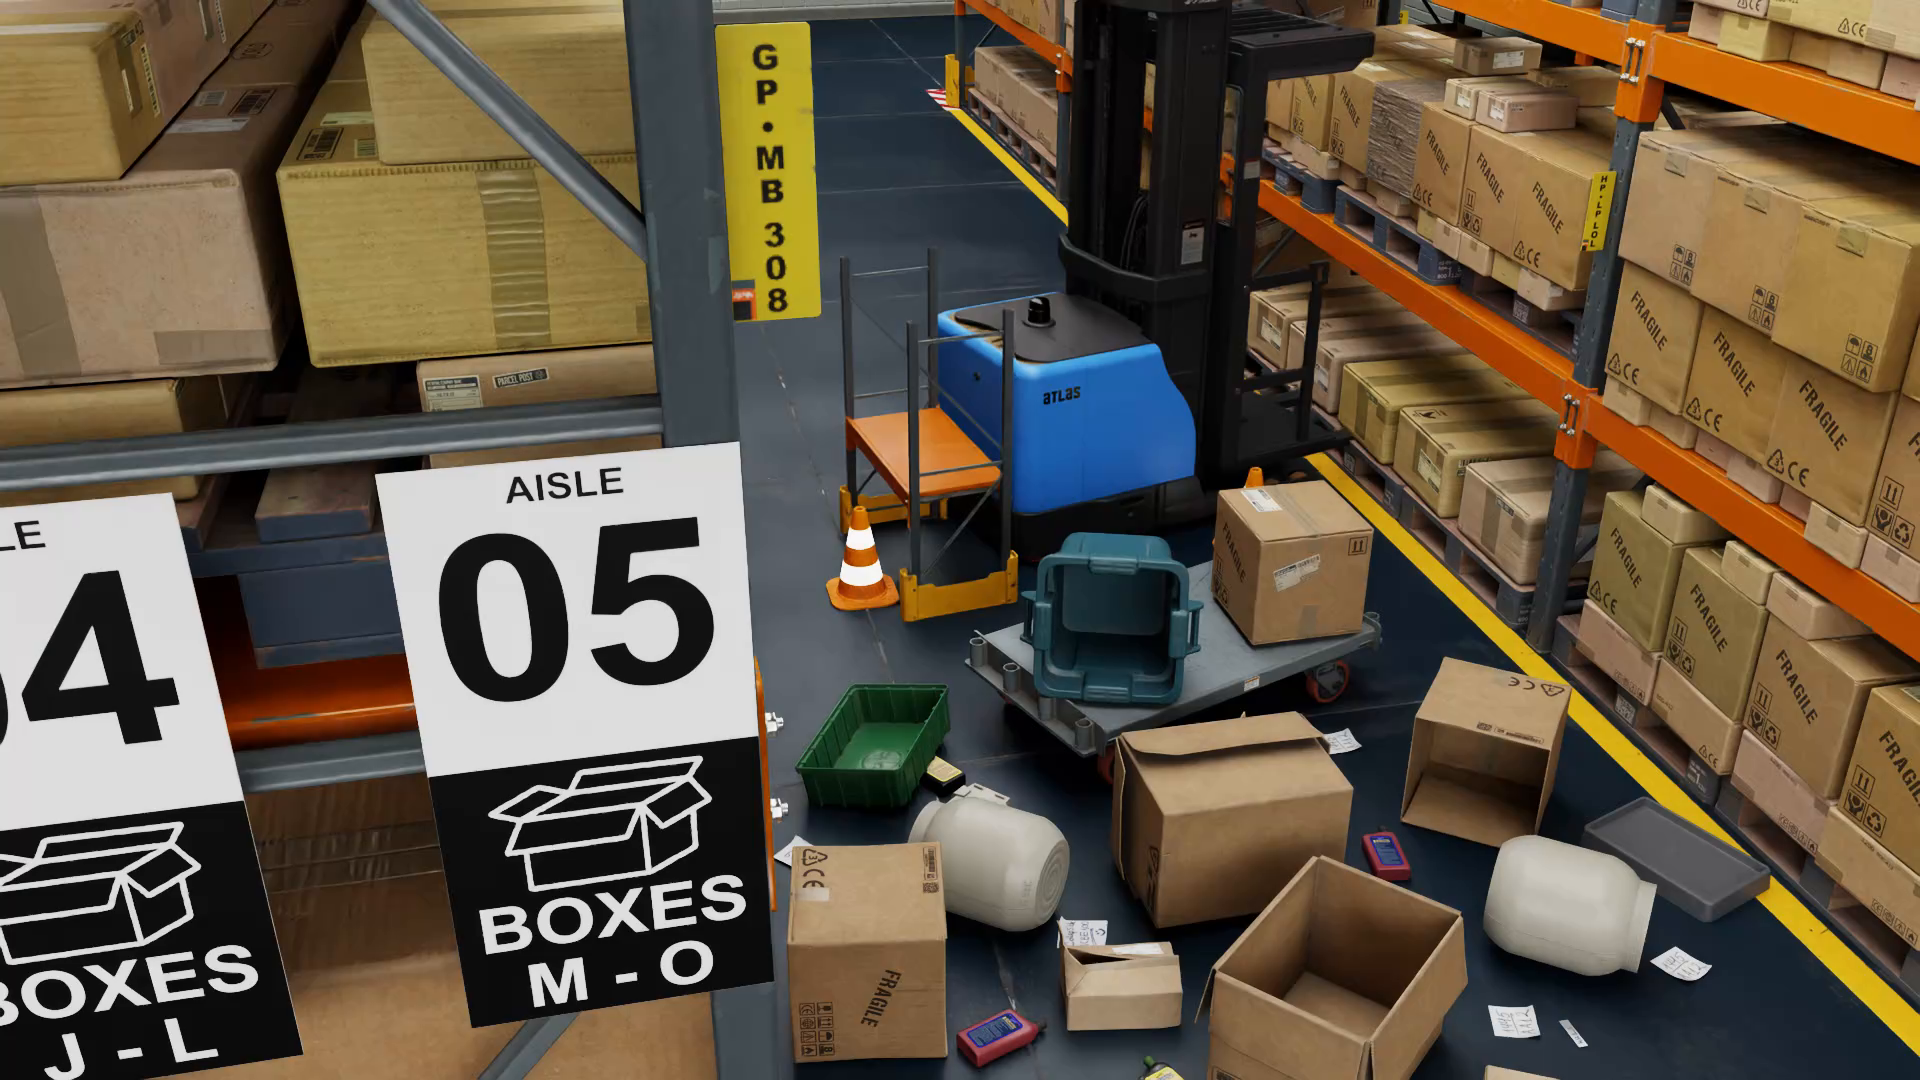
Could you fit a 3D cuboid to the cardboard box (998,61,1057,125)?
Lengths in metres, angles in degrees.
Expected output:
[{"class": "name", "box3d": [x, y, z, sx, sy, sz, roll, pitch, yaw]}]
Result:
[{"class": "cardboard box", "box3d": [0.905, -4.513, 16.740, 0.875, 0.438, 0.875, -5, 27, -10]}]

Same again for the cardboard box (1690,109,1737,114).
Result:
[{"class": "cardboard box", "box3d": [6.358, -3.510, 13.963, 0.380, 0.149, 0.250, -5, 27, -10]}]

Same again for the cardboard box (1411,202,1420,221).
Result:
[{"class": "cardboard box", "box3d": [2.588, -1.731, 8.663, 0.380, 0.149, 0.250, -7, 28, -13]}]

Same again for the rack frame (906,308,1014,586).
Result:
[{"class": "rack frame", "box3d": [0.003, -0.328, 7.735, 0.500, 1.500, 0.032, -10, 28, -18]}]

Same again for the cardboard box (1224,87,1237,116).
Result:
[{"class": "cardboard box", "box3d": [1.890, -2.981, 10.939, 0.500, 0.250, 0.500, -6, 27, -12]}]

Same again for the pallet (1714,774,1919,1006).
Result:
[{"class": "pallet", "box3d": [3.613, 1.191, 6.157, 1.003, 0.211, 1.213, -6, 27, -12]}]

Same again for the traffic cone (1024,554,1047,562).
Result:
[{"class": "traffic cone", "box3d": [0.465, -0.178, 8.588, 0.336, 0.463, 0.334, -6, 27, -12]}]

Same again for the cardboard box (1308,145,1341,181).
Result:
[{"class": "cardboard box", "box3d": [2.229, -2.177, 9.546, 0.380, 0.149, 0.250, -6, 27, -11]}]

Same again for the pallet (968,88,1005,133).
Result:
[{"class": "pallet", "box3d": [0.701, -4.562, 17.554, 1.003, 0.211, 1.213, -6, 27, -12]}]

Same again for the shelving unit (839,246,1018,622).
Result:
[{"class": "shelving unit", "box3d": [-0.178, -0.546, 8.168, 0.587, 1.500, 1.083, -10, 28, -18]}]

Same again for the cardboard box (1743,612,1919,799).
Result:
[{"class": "cardboard box", "box3d": [3.266, 0.571, 6.043, 0.500, 0.500, 0.500, -5, 27, -9]}]

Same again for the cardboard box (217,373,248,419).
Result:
[{"class": "cardboard box", "box3d": [-1.211, -0.260, 2.310, 0.380, 0.149, 0.250, -6, 27, -11]}]

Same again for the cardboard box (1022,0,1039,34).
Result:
[{"class": "cardboard box", "box3d": [0.871, -4.842, 14.903, 0.500, 0.500, 0.500, -7, 28, -13]}]

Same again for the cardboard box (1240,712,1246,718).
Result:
[{"class": "cardboard box", "box3d": [1.241, 0.914, 6.644, 0.396, 0.266, 0.258, 19, 32, 32]}]

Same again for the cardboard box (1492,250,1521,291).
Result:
[{"class": "cardboard box", "box3d": [2.721, -1.273, 7.756, 0.380, 0.149, 0.250, -7, 28, -13]}]

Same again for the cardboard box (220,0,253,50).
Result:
[{"class": "cardboard box", "box3d": [-1.329, -0.843, 2.580, 0.380, 0.149, 0.250, -5, 27, -11]}]

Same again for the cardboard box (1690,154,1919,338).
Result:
[{"class": "cardboard box", "box3d": [3.130, -1.064, 5.979, 0.700, 0.500, 0.500, -6, 27, -11]}]

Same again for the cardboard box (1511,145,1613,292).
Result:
[{"class": "cardboard box", "box3d": [2.821, -1.426, 7.340, 0.500, 0.500, 0.500, -6, 27, -13]}]

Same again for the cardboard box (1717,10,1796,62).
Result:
[{"class": "cardboard box", "box3d": [2.982, -1.826, 5.989, 0.380, 0.149, 0.250, -6, 27, -12]}]

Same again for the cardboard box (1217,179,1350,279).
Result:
[{"class": "cardboard box", "box3d": [2.172, -2.189, 11.649, 0.875, 0.875, 0.875, -6, 27, -12]}]

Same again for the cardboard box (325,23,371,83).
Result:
[{"class": "cardboard box", "box3d": [-0.724, -0.677, 2.692, 0.500, 0.250, 0.500, -6, 27, -12]}]

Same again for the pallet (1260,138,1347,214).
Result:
[{"class": "pallet", "box3d": [2.511, -2.250, 10.093, 1.213, 0.211, 1.003, -6, 27, -12]}]

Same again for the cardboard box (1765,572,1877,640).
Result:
[{"class": "cardboard box", "box3d": [3.169, 0.224, 6.010, 0.380, 0.149, 0.250, -4, 27, -9]}]

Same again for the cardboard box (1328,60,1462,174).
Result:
[{"class": "cardboard box", "box3d": [2.373, -2.321, 9.113, 0.500, 0.500, 0.500, -5, 27, -11]}]

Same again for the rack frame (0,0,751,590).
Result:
[{"class": "rack frame", "box3d": [-0.750, -1.257, 1.254, 1.000, 3.000, 0.127, -6, 27, -12]}]

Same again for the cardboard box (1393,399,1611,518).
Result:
[{"class": "cardboard box", "box3d": [2.862, -0.442, 8.746, 0.950, 0.372, 0.625, -4, 27, -8]}]

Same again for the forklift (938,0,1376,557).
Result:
[{"class": "forklift", "box3d": [1.387, -1.669, 8.805, 3.031, 2.935, 1.130, -14, 30, -25]}]

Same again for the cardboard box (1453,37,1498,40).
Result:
[{"class": "cardboard box", "box3d": [5.480, -5.070, 17.774, 0.700, 0.500, 0.500, -5, 27, -9]}]

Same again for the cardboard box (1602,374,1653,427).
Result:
[{"class": "cardboard box", "box3d": [2.907, -0.599, 6.887, 0.380, 0.149, 0.250, -6, 27, -12]}]

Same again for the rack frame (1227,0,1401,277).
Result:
[{"class": "rack frame", "box3d": [2.247, -2.638, 10.648, 1.000, 3.000, 0.127, -6, 27, -12]}]

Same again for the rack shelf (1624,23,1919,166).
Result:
[{"class": "rack shelf", "box3d": [3.599, -1.022, 4.915, 1.077, 0.370, 4.000, -6, 27, -12]}]

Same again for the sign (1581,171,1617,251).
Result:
[{"class": "sign", "box3d": [2.609, -1.341, 6.793, 0.100, 0.325, 0.005, -6, 27, -12]}]

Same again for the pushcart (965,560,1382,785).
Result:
[{"class": "pushcart", "box3d": [0.938, 0.542, 7.257, 1.648, 0.377, 0.936, -16, 31, -29]}]

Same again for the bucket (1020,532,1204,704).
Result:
[{"class": "bucket", "box3d": [0.625, 0.273, 6.826, 0.726, 0.611, 0.620, 3, 17, 6]}]

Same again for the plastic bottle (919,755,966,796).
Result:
[{"class": "plastic bottle", "box3d": [-0.119, 0.945, 6.810, 0.133, 0.061, 0.283, -23, 35, -38]}]

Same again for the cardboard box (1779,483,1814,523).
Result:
[{"class": "cardboard box", "box3d": [3.216, -0.154, 6.005, 0.380, 0.149, 0.250, -6, 27, -12]}]

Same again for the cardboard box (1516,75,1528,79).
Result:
[{"class": "cardboard box", "box3d": [2.984, -2.145, 8.763, 0.500, 0.500, 0.500, -7, 28, -14]}]

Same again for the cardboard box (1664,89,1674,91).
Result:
[{"class": "cardboard box", "box3d": [6.140, -3.963, 14.860, 0.380, 0.149, 0.250, -7, 28, -13]}]

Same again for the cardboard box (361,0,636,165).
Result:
[{"class": "cardboard box", "box3d": [-0.515, -0.573, 2.044, 0.380, 0.149, 0.250, -6, 27, -11]}]

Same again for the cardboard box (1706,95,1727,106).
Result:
[{"class": "cardboard box", "box3d": [6.756, -3.798, 14.534, 0.380, 0.149, 0.250, -7, 28, -14]}]

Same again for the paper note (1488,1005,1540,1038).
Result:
[{"class": "paper note", "box3d": [1.852, 1.604, 5.552, 0.148, 0.019, 0.142, 3, 27, 6]}]

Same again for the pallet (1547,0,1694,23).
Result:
[{"class": "pallet", "box3d": [3.113, -2.419, 7.093, 1.213, 0.211, 1.003, -6, 27, -12]}]

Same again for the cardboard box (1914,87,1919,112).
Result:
[{"class": "cardboard box", "box3d": [3.185, -1.372, 5.090, 0.380, 0.149, 0.250, -6, 28, -13]}]

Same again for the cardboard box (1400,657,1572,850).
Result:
[{"class": "cardboard box", "box3d": [2.064, 0.841, 6.526, 0.500, 0.500, 0.500, 13, 30, 24]}]

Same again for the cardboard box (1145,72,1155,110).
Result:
[{"class": "cardboard box", "box3d": [1.652, -3.212, 11.952, 0.500, 0.250, 0.500, -6, 27, -12]}]

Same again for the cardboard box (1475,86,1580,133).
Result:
[{"class": "cardboard box", "box3d": [2.656, -2.018, 7.791, 0.380, 0.149, 0.250, -7, 28, -13]}]

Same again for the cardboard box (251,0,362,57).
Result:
[{"class": "cardboard box", "box3d": [-1.357, -0.843, 3.021, 0.500, 0.250, 0.500, -6, 27, -12]}]

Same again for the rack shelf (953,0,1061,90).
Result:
[{"class": "rack shelf", "box3d": [0.895, -4.951, 16.028, 1.077, 0.370, 4.000, -6, 27, -12]}]

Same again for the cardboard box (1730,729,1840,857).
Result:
[{"class": "cardboard box", "box3d": [3.272, 0.910, 6.203, 0.500, 0.250, 0.500, -6, 27, -12]}]

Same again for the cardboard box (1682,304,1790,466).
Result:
[{"class": "cardboard box", "box3d": [3.112, -0.620, 6.208, 0.500, 0.500, 0.500, -6, 27, -12]}]
